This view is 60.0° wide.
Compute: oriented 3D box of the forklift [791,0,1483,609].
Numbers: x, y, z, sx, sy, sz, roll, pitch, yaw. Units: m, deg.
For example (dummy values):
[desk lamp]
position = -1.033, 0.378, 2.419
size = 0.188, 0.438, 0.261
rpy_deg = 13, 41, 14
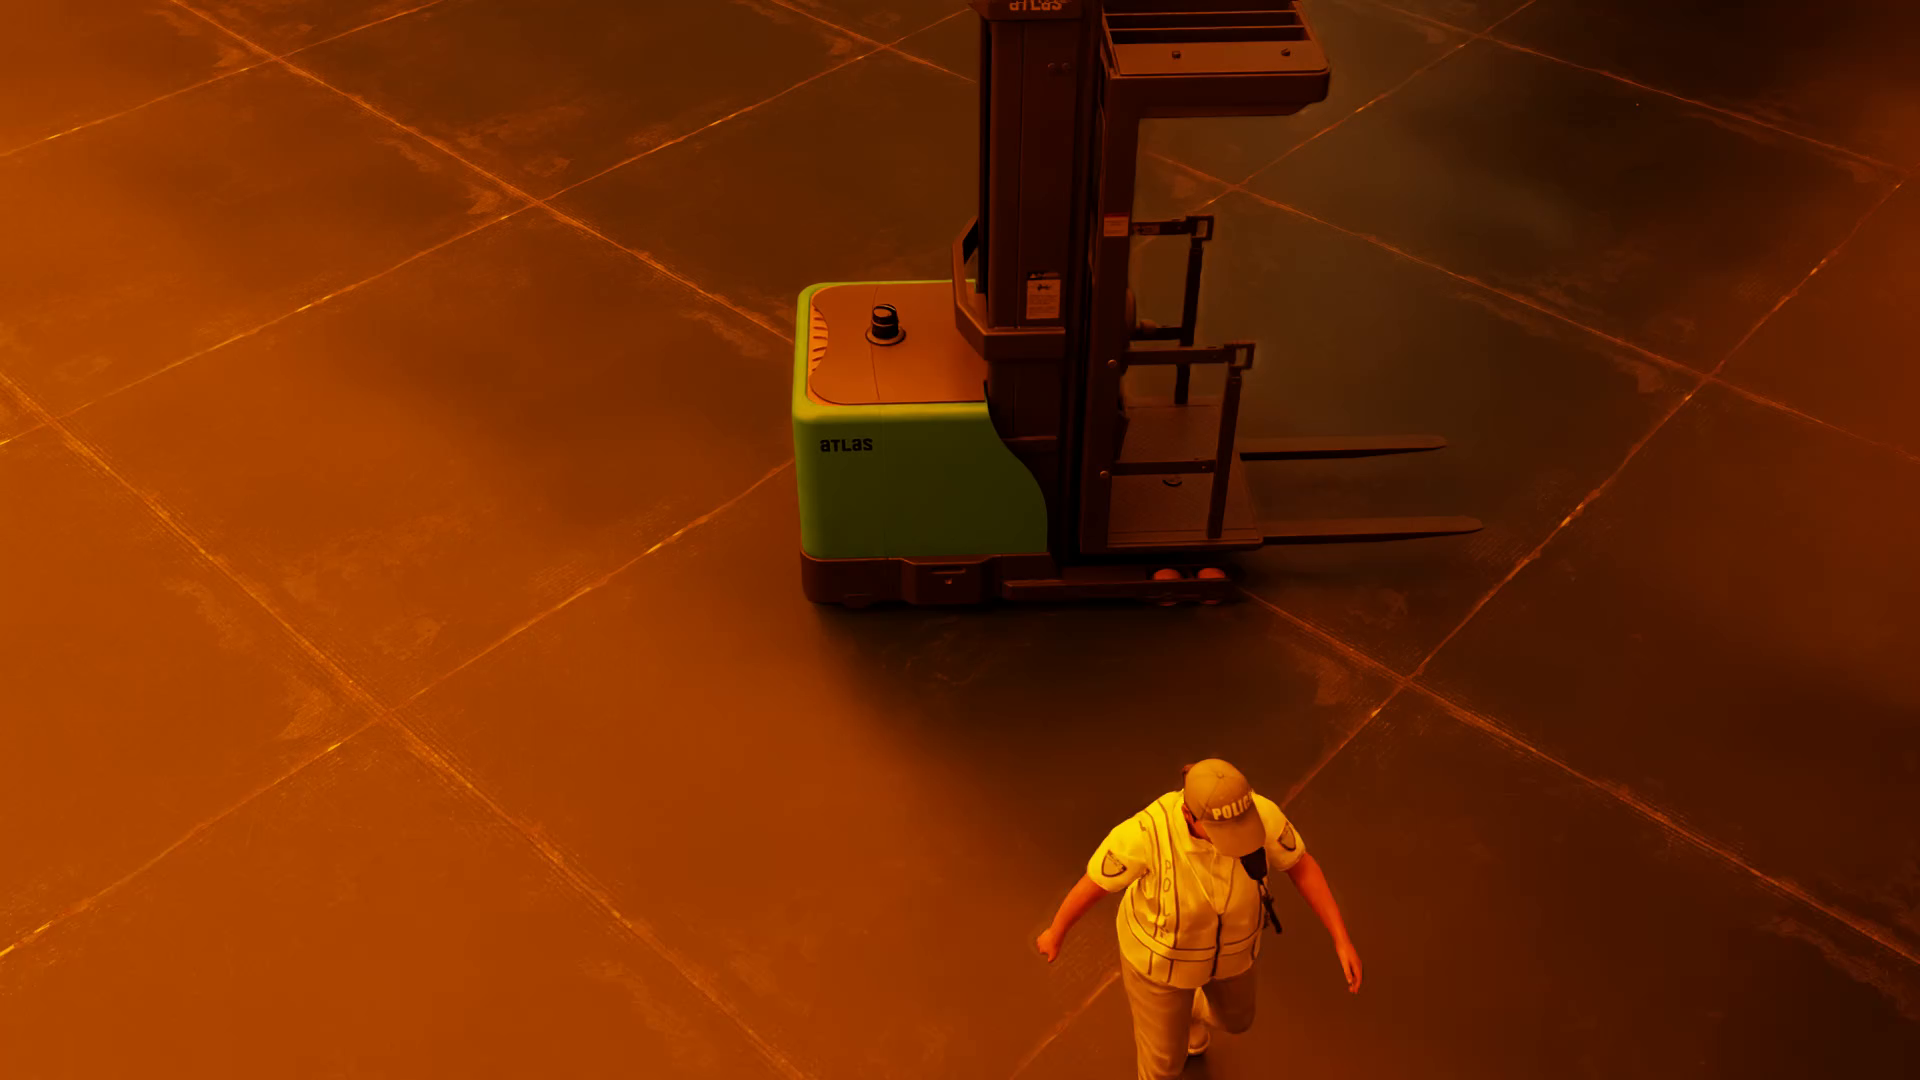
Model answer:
[forklift]
position = 0.802, -1.168, 6.789
size = 3.031, 2.935, 1.130
rpy_deg = -2, 41, -2

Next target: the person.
[person]
position = 0.681, 1.226, 5.000
size = 0.829, 1.646, 0.689
rpy_deg = -12, 42, -14
